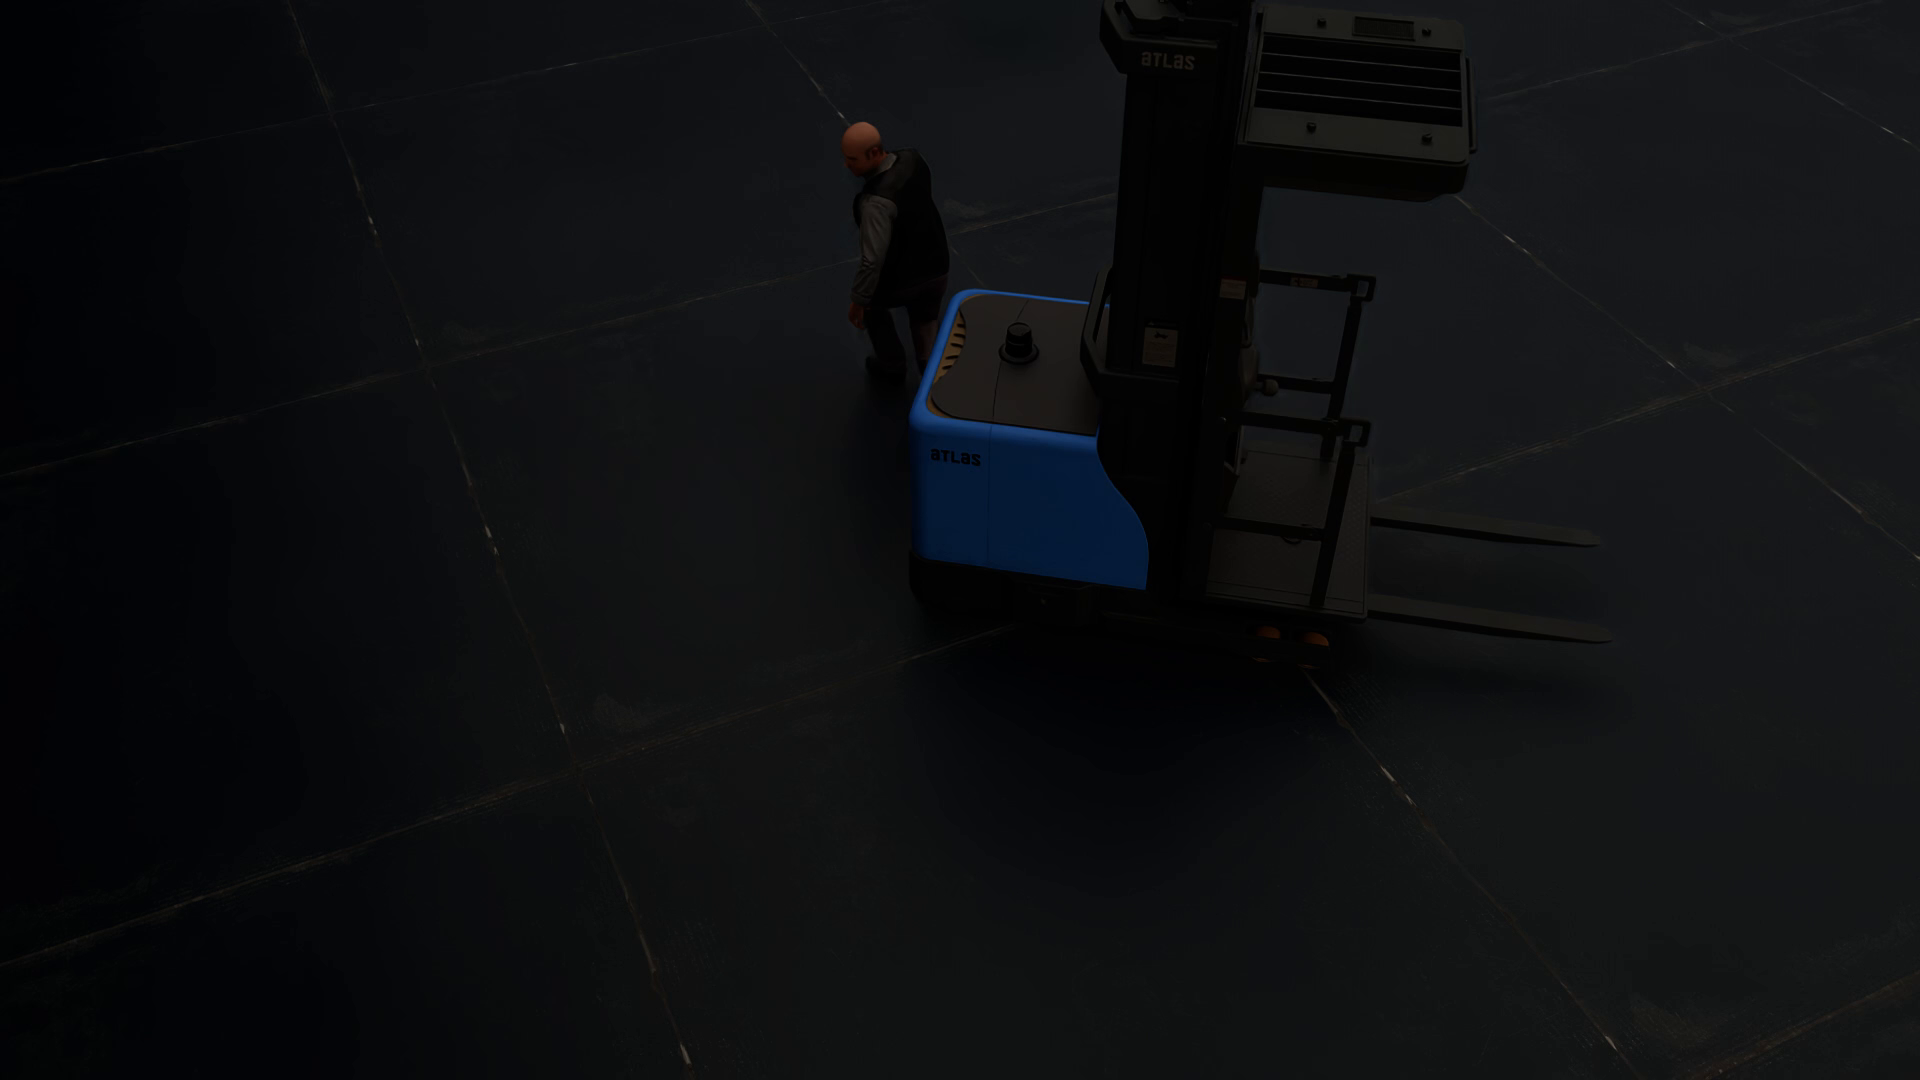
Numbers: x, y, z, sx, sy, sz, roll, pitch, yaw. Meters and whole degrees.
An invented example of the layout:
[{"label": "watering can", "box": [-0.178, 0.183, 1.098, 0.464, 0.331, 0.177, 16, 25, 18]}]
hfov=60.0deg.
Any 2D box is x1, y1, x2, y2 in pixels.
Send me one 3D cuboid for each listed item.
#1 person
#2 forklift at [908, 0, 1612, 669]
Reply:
[{"label": "person", "box": [-0.345, -1.333, 8.188, 0.627, 1.502, 0.806, -25, 49, -25]}, {"label": "forklift", "box": [1.343, -0.907, 6.652, 3.031, 2.935, 1.130, 8, 44, 8]}]
